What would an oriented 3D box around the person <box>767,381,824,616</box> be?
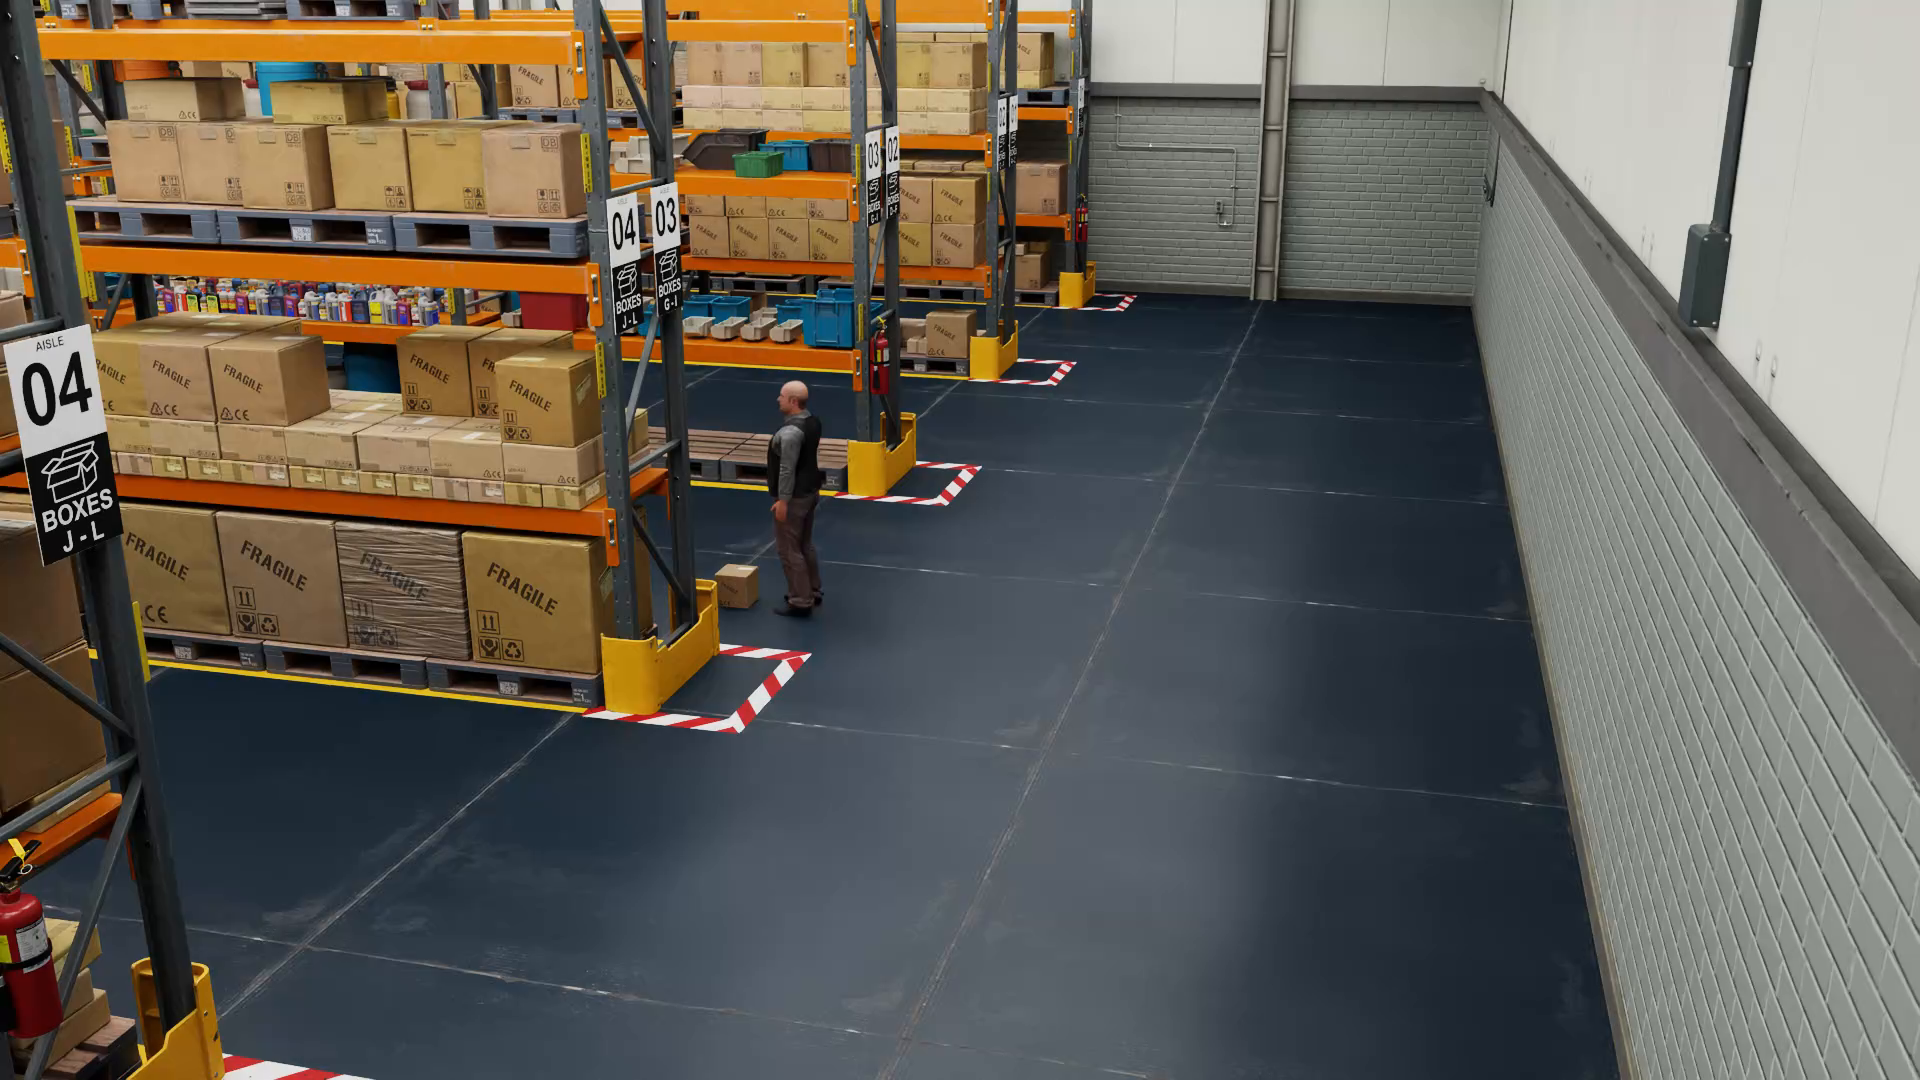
[{"bbox_3d":[-1.206,-0.304,12.058,0.346,1.732,0.532,5,19,15],"label":"person"}]
